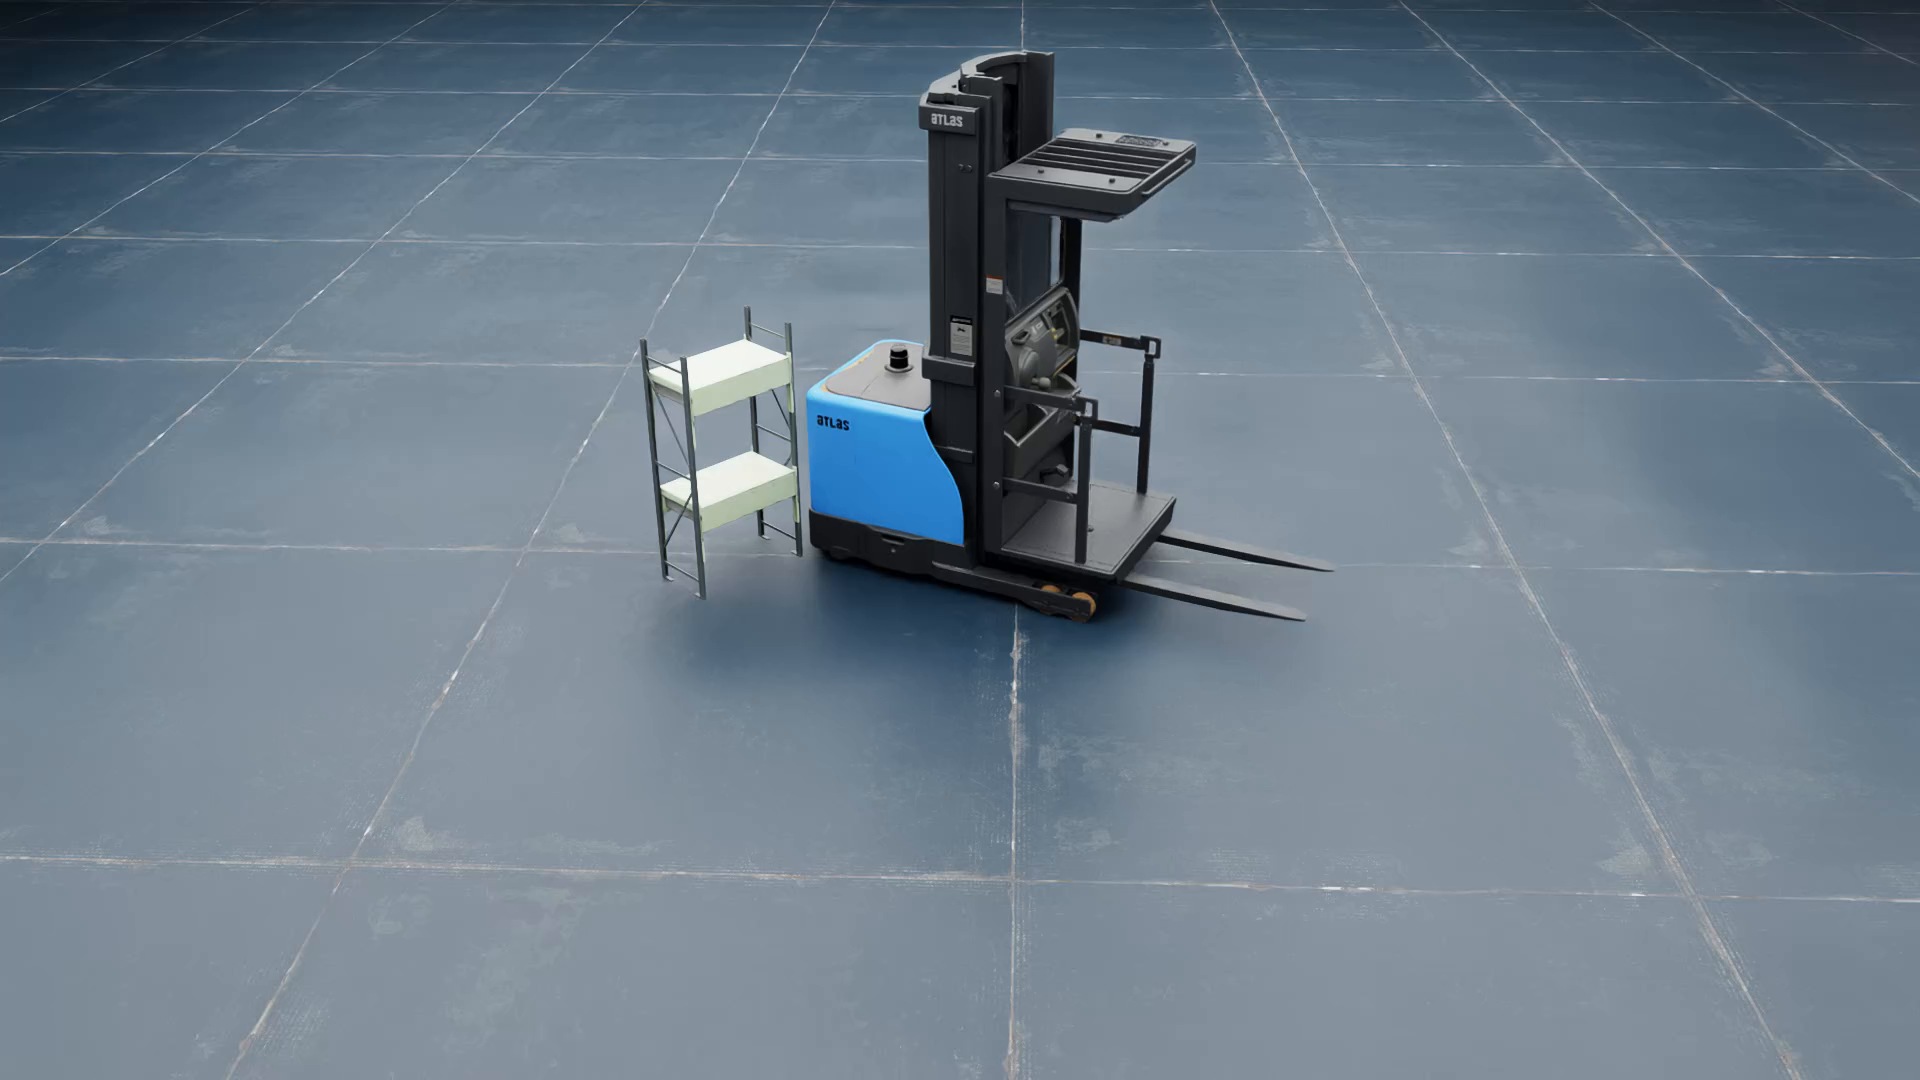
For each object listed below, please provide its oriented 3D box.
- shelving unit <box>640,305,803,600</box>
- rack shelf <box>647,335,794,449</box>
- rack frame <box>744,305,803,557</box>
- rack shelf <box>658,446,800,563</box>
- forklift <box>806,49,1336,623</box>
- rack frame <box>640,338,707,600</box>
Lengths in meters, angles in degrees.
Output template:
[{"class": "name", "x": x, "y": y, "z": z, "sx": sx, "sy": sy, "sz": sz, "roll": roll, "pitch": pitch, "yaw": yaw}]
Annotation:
[{"class": "shelving unit", "x": -1.360, "y": -0.506, "z": 9.629, "sx": 0.431, "sy": 1.500, "sz": 0.755, "roll": 25, "pitch": 37, "yaw": 38}, {"class": "rack shelf", "x": -1.360, "y": -0.851, "z": 9.446, "sx": 0.431, "sy": 0.370, "sz": 0.720, "roll": 25, "pitch": 37, "yaw": 38}, {"class": "rack frame", "x": -1.103, "y": -0.628, "z": 9.859, "sx": 0.400, "sy": 1.500, "sz": 0.023, "roll": 25, "pitch": 37, "yaw": 38}, {"class": "rack shelf", "x": -1.360, "y": -0.218, "z": 9.781, "sx": 0.431, "sy": 0.370, "sz": 0.720, "roll": 25, "pitch": 37, "yaw": 38}, {"class": "forklift", "x": 0.647, "y": -1.113, "z": 9.246, "sx": 3.031, "sy": 2.935, "sz": 1.130, "roll": 13, "pitch": 30, "yaw": 23}, {"class": "rack frame", "x": -1.617, "y": -0.384, "z": 9.398, "sx": 0.400, "sy": 1.500, "sz": 0.023, "roll": 25, "pitch": 37, "yaw": 38}]
